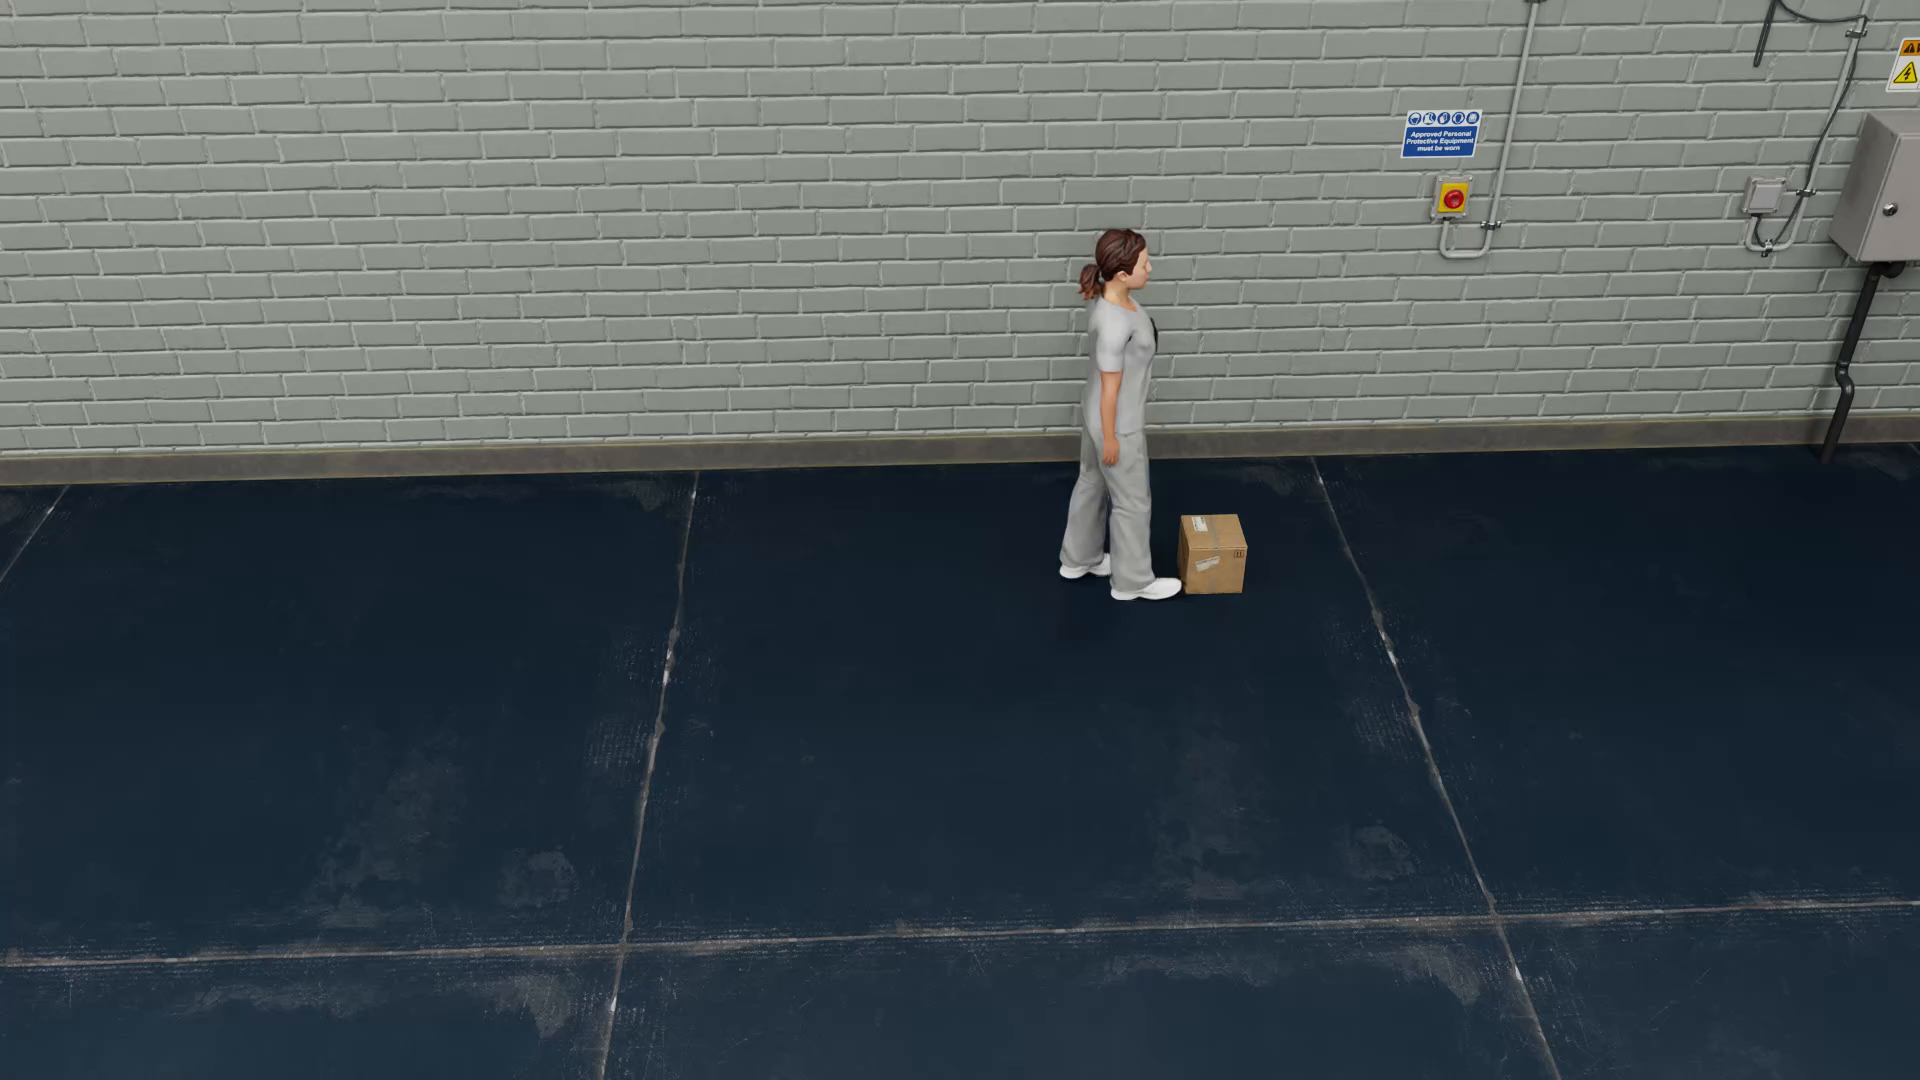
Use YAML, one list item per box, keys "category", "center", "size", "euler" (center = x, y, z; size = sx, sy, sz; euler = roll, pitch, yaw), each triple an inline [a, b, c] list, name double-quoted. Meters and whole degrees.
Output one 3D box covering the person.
- category: "person"
  center: [0.700, -0.508, 6.865]
  size: [0.520, 1.670, 0.442]
  euler: [-1, 35, -1]
